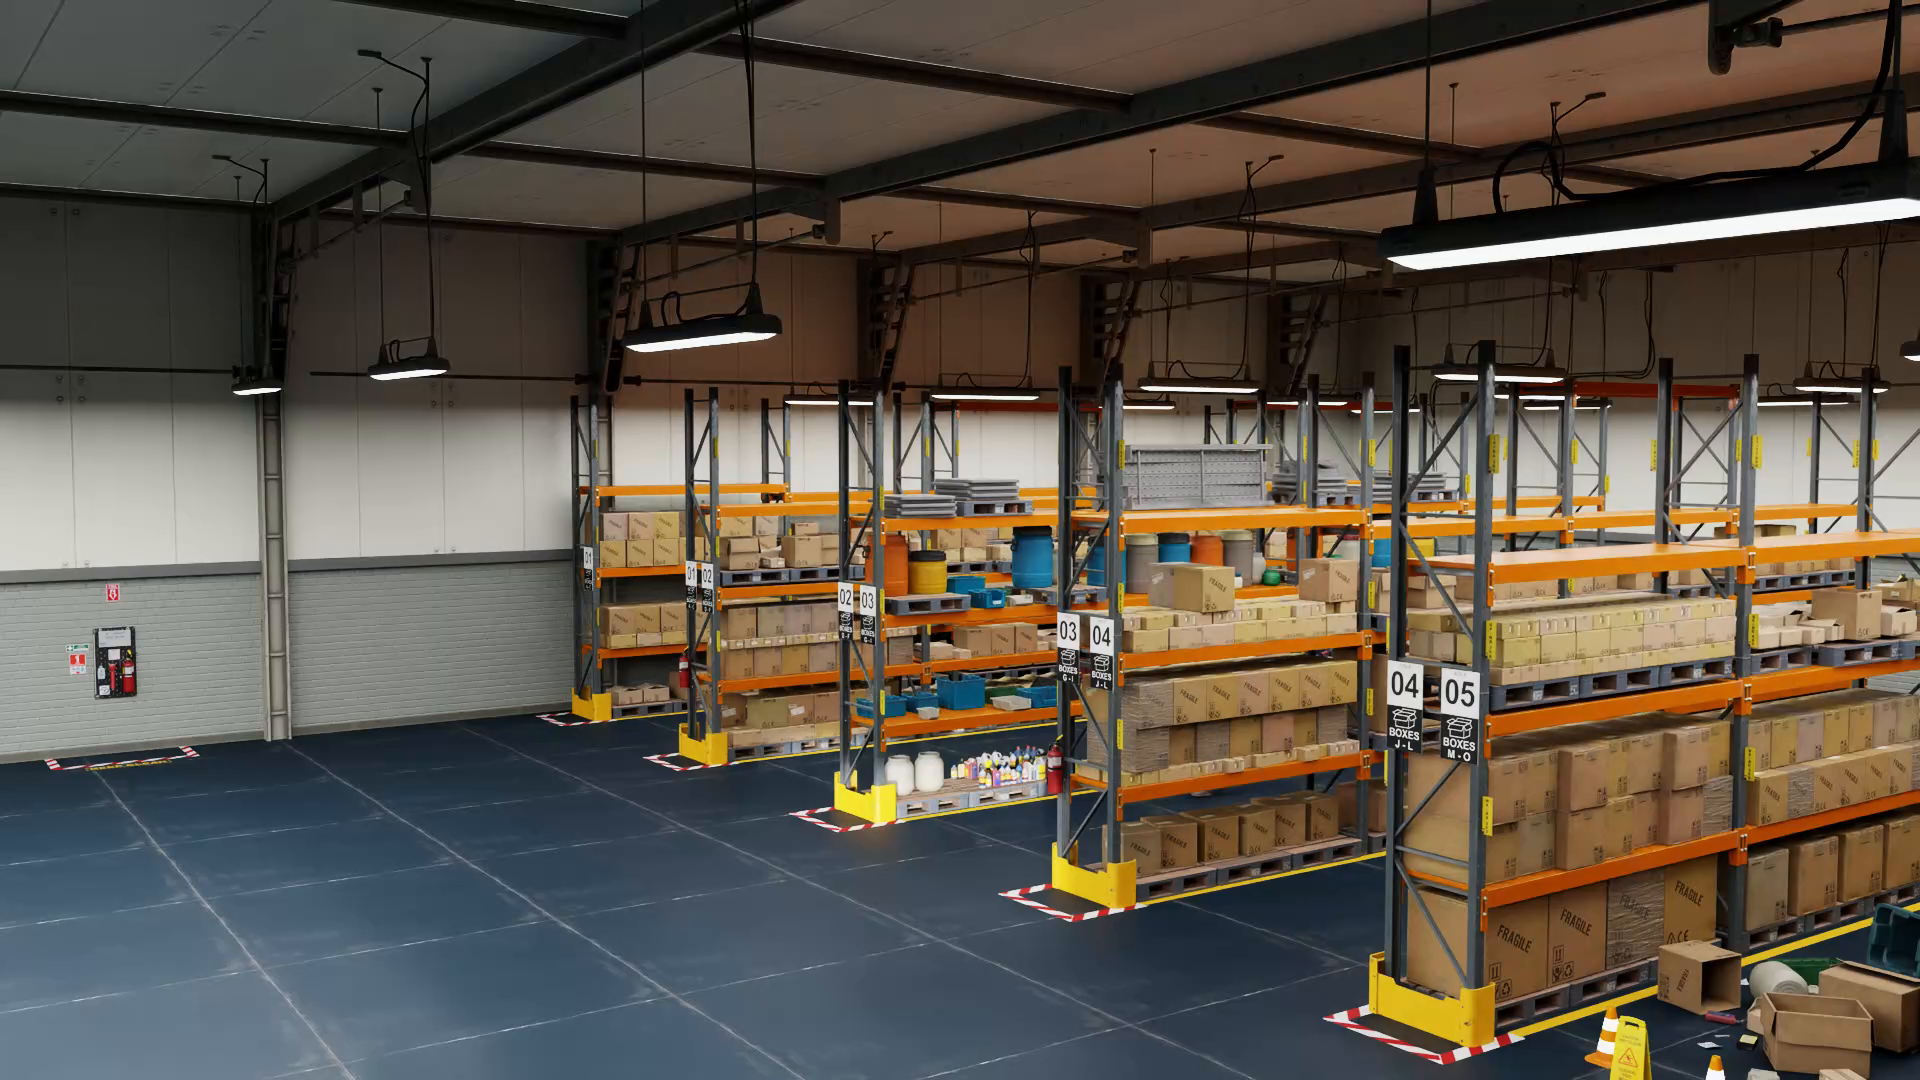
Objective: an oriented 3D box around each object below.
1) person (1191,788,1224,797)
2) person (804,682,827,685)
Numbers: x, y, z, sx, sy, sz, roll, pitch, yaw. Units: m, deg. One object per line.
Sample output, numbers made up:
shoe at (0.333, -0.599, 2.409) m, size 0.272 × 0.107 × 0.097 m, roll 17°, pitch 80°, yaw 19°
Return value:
person at (3.646, 2.889, 24.166) m, size 0.409 × 1.668 × 0.546 m, roll 2°, pitch 4°, yaw 31°
person at (-2.612, 2.462, 29.927) m, size 0.611 × 1.789 × 0.426 m, roll -3°, pitch 5°, yaw -44°
